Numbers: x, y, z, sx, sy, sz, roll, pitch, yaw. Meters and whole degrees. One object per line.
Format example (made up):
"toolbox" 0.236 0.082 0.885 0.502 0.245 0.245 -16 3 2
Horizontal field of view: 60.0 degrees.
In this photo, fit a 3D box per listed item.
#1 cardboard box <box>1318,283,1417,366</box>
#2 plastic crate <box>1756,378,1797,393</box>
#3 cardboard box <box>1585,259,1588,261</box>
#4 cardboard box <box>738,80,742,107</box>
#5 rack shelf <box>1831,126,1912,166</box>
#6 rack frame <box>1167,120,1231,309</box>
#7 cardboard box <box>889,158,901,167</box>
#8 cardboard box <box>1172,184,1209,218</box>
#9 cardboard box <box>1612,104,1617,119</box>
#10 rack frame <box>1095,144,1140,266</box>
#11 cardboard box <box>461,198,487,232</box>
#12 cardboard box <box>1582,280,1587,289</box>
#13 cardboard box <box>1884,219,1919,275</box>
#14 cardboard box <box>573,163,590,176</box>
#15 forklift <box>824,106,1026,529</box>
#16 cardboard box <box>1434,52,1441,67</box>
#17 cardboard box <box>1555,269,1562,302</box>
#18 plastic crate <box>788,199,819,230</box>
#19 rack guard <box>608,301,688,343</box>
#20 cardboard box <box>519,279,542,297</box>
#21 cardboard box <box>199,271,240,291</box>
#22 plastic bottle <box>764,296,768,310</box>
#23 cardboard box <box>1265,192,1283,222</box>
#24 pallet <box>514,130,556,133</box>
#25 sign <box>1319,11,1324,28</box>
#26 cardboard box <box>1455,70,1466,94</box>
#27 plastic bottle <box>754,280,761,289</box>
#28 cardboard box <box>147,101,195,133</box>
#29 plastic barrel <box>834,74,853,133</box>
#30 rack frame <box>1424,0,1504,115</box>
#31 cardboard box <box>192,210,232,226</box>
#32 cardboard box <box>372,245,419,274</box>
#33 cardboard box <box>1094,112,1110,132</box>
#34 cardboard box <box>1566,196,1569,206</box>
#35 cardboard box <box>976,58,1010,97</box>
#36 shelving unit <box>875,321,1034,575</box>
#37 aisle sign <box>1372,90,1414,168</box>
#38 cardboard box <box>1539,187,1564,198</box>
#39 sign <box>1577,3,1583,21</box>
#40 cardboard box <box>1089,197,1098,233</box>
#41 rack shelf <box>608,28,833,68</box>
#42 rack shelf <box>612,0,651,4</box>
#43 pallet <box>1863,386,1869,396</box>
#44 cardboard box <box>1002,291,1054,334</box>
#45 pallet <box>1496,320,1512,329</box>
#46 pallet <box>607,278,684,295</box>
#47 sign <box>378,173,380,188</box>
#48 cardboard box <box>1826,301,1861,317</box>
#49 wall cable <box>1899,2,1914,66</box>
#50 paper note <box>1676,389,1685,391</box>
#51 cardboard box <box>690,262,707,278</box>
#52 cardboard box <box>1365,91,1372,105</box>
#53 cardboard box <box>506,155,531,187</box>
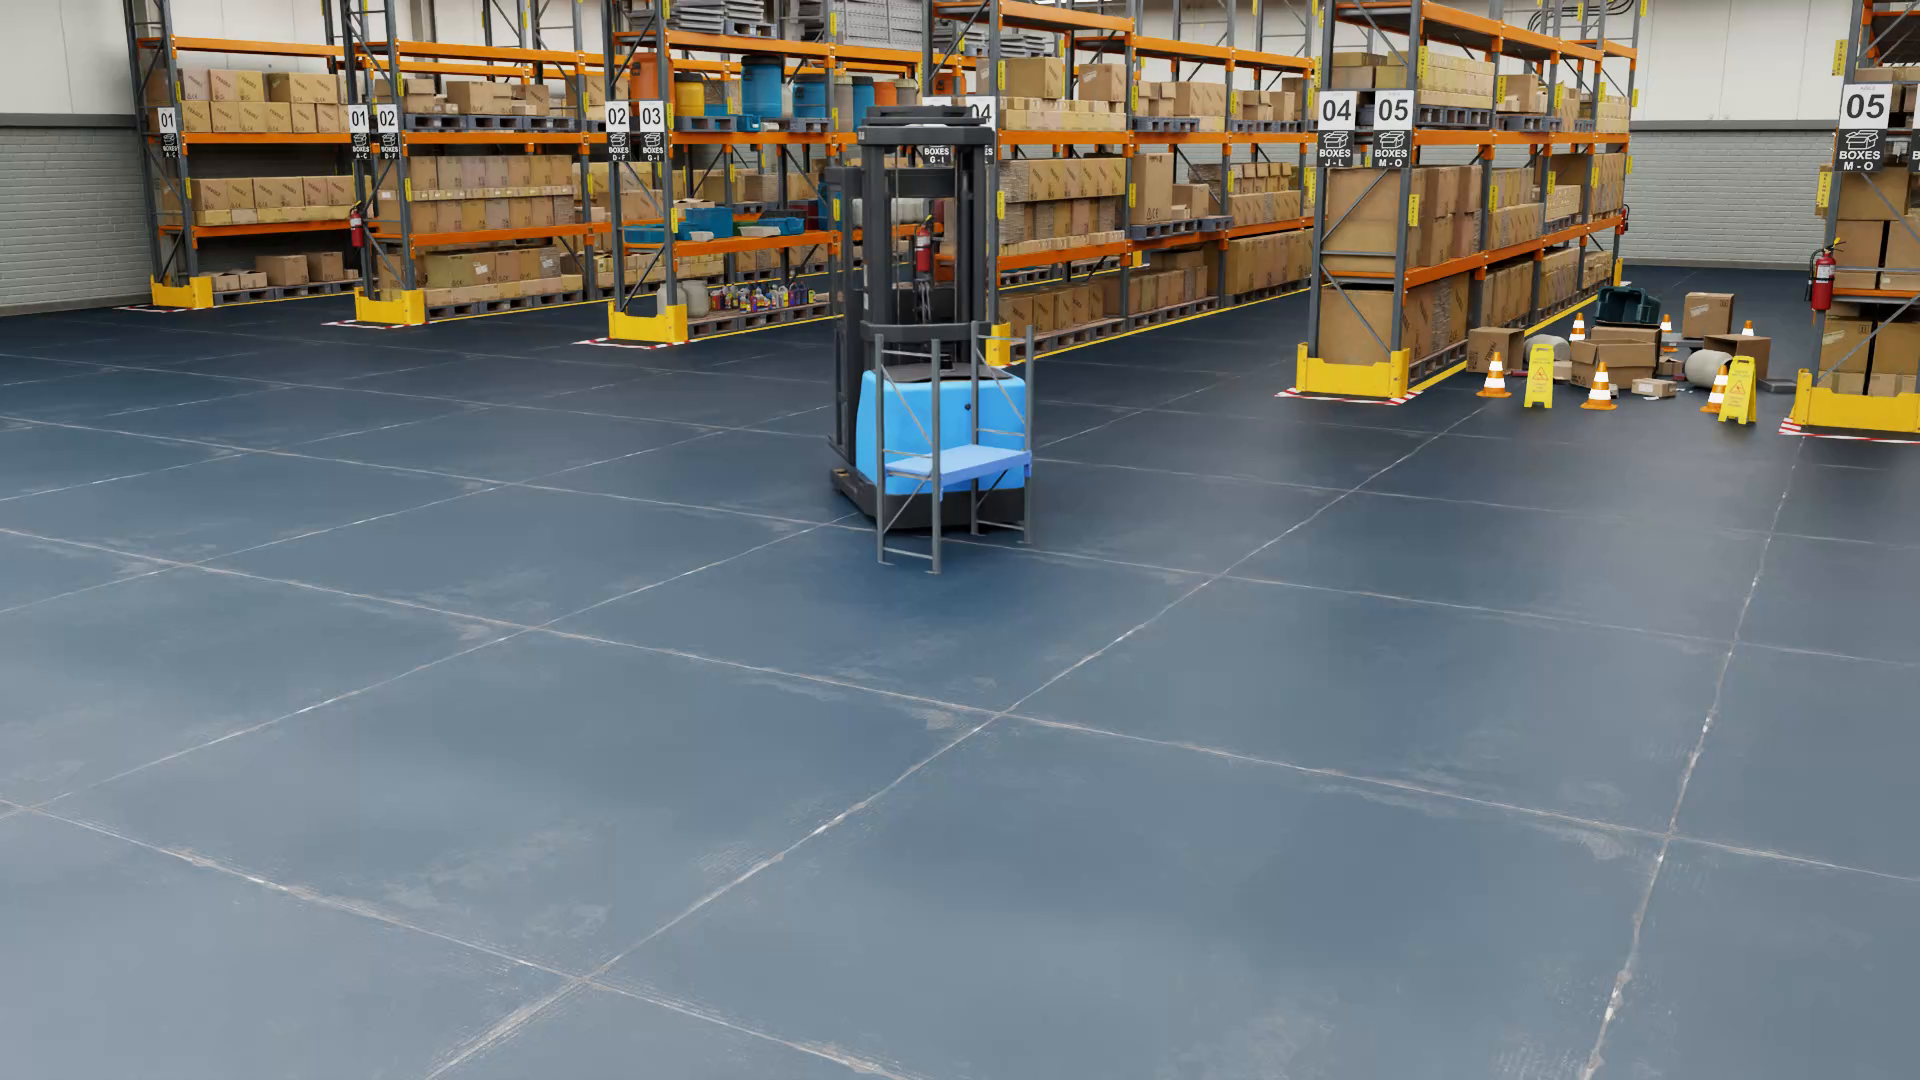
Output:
"cardboard box" 4.574 -2.404 18.742 0.875 0.875 0.875 7 15 28
"plastic crate" 9.143 -1.718 18.489 0.402 0.080 0.583 2 14 9
"cardboard box" 10.823 -4.866 29.234 0.380 0.149 0.250 7 15 27
"cardboard box" -4.329 -8.619 32.139 0.500 0.500 0.500 7 15 28
"rack shelf" 9.653 -4.065 17.128 1.077 0.370 4.000 7 15 28
"rack frame" 3.878 -5.310 27.159 1.000 3.000 0.127 7 15 28
"cardboard box" -1.637 -8.171 36.678 0.500 0.500 0.500 8 16 30
"cardboard box" 3.470 -5.322 26.097 0.700 0.500 0.500 10 17 36
"cardboard box" 11.288 -7.562 29.351 0.500 0.250 0.500 7 15 26
"rack frame" 3.410 -7.512 36.294 1.000 3.000 0.127 7 15 28
"cardboard box" -7.928 -5.144 26.258 0.700 0.500 0.500 7 15 28
"cardboard box" 10.562 -4.404 28.590 0.380 0.149 0.250 7 15 26
"cardboard box" 9.158 -2.805 15.920 0.500 0.500 0.500 7 15 27
"cardboard box" -8.187 -7.838 35.156 0.500 0.250 0.500 7 15 28
"forklift" -0.406 -1.801 12.751 1.130 2.935 3.031 -4 14 -15
"cardboard box" 4.989 -5.199 18.022 0.380 0.149 0.250 7 15 27
"cardboard box" 9.221 -4.042 26.336 0.500 0.500 0.500 7 15 27
"plastic crate" -2.425 -5.216 26.631 0.402 0.464 0.583 7 15 28
"rack guard" -4.329 -3.036 23.058 1.175 0.500 0.348 7 15 28
"cardboard box" -7.238 -4.154 27.336 0.500 0.250 0.500 7 15 28
"cardboard box" -12.584 -4.391 28.144 0.500 0.311 0.500 6 15 22
"plastic bottle" -2.914 -3.531 24.812 0.097 0.201 0.097 0 14 0
"cardboard box" 5.333 -5.844 29.159 0.500 0.500 0.500 7 15 27
"pallet" -8.865 -8.498 34.386 1.213 0.211 1.003 8 16 31
"sign" 7.263 -10.463 33.402 0.100 0.325 0.005 7 15 28
"cardboard box" 5.493 -5.249 19.083 0.500 0.250 0.500 7 15 28
"plastic bottle" -3.145 -3.858 25.849 0.144 0.351 0.185 8 16 30
"cardboard box" -13.017 -6.983 27.443 0.500 0.500 0.500 9 16 32
"plastic barrel" -2.019 -7.015 26.763 0.600 0.901 0.600 0 14 0
"rack frame" 6.238 -6.823 20.635 1.000 3.000 0.127 7 15 28
"cardboard box" -12.484 -5.353 27.616 0.500 0.250 0.500 7 15 26
"cardboard box" -10.722 -5.324 31.614 0.700 0.500 0.500 8 16 30
"cardboard box" 1.691 -5.646 22.470 0.500 0.250 0.500 8 16 29
"cardboard box" 9.581 -5.456 26.770 0.380 0.149 0.250 6 15 25
"cardboard box" 0.539 -5.910 21.332 0.500 0.500 0.500 7 15 28
"shelving unit" -0.023 -0.636 10.971 0.538 1.500 1.048 10 17 36
"aisle sign" 4.532 -4.301 17.428 0.394 0.787 0.004 7 15 28
"cardboard box" 9.322 -5.492 26.284 0.380 0.149 0.250 7 15 27
"sign" 11.564 -9.839 30.983 0.100 0.325 0.005 7 15 28
"cardboard box" 1.400 -4.499 22.945 0.875 0.500 0.500 7 15 28
"rack shelf" -3.358 -7.012 23.808 1.077 0.370 4.000 7 15 28
"rack shelf" -8.163 -11.586 34.836 1.077 0.370 4.000 7 15 28
"pallet" 9.146 -1.369 16.760 1.003 0.211 1.213 7 15 28
"cardboard box" 0.906 -3.037 22.167 0.500 0.500 0.500 9 16 33
"pallet" 7.133 -2.969 23.399 1.003 0.211 1.213 7 15 28
"pallet" -5.815 -4.664 30.428 1.003 0.211 1.213 7 15 28
"sign" -10.585 -6.534 30.388 0.100 0.325 0.005 7 15 28
"cardboard box" 8.964 -2.370 16.951 0.380 0.149 0.250 8 16 30
"wall cable" 18.924 -9.944 33.580 0.463 3.000 0.029 7 15 28
"paper note" 7.942 -1.674 18.435 0.142 0.019 0.148 -12 18 -40
"cardboard box" -5.079 -5.059 31.088 0.500 0.250 0.500 7 15 27
"cardboard box" 4.290 -4.833 18.207 0.380 0.149 0.250 8 15 29
"cardboard box" -7.420 -5.993 27.013 0.700 0.500 0.500 7 15 28
